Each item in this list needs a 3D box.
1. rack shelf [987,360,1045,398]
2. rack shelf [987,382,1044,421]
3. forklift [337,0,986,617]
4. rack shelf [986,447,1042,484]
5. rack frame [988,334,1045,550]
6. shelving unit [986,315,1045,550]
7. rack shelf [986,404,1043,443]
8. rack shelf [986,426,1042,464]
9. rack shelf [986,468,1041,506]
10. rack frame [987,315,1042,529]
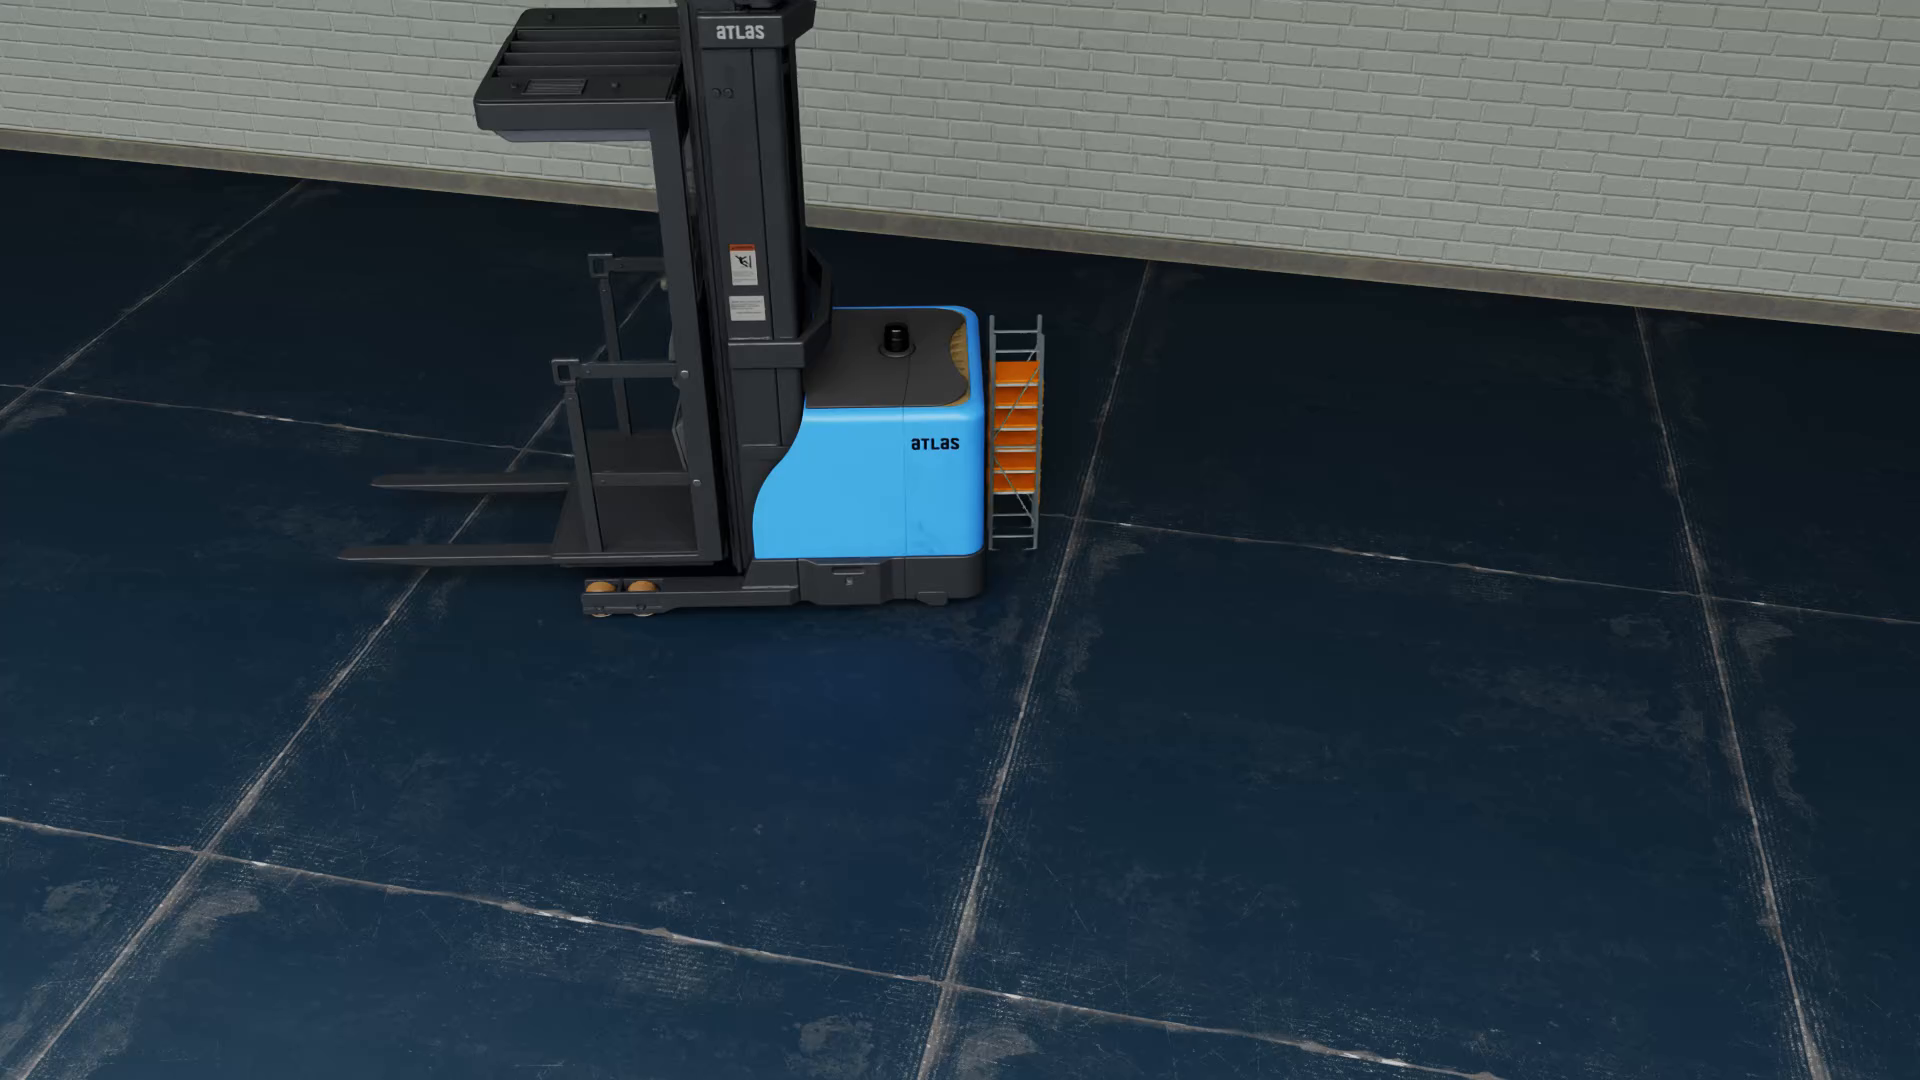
[{"bbox_3d":[0.258,-0.747,7.720,0.258,0.103,0.180,-1,36,-1],"label":"rack shelf"},{"bbox_3d":[0.258,-0.650,7.791,0.258,0.103,0.180,-1,36,-1],"label":"rack shelf"},{"bbox_3d":[-1.404,-1.143,7.329,3.031,2.935,1.130,-1,36,-1],"label":"forklift"},{"bbox_3d":[0.258,-0.358,8.002,0.258,0.103,0.180,-1,36,-1],"label":"rack shelf"},{"bbox_3d":[0.260,-0.438,7.831,0.240,1.200,0.006,-1,36,-1],"label":"rack frame"},{"bbox_3d":[0.258,-0.492,7.905,0.258,1.200,0.189,-1,36,-1],"label":"shelving unit"},{"bbox_3d":[0.258,-0.553,7.861,0.258,0.103,0.180,-1,36,-1],"label":"rack shelf"},{"bbox_3d":[0.258,-0.456,7.932,0.258,0.103,0.180,-1,36,-1],"label":"rack shelf"},{"bbox_3d":[0.257,-0.261,8.072,0.258,0.103,0.180,-1,36,-1],"label":"rack shelf"},{"bbox_3d":[0.255,-0.545,7.980,0.240,1.200,0.006,-1,36,-1],"label":"rack frame"}]
